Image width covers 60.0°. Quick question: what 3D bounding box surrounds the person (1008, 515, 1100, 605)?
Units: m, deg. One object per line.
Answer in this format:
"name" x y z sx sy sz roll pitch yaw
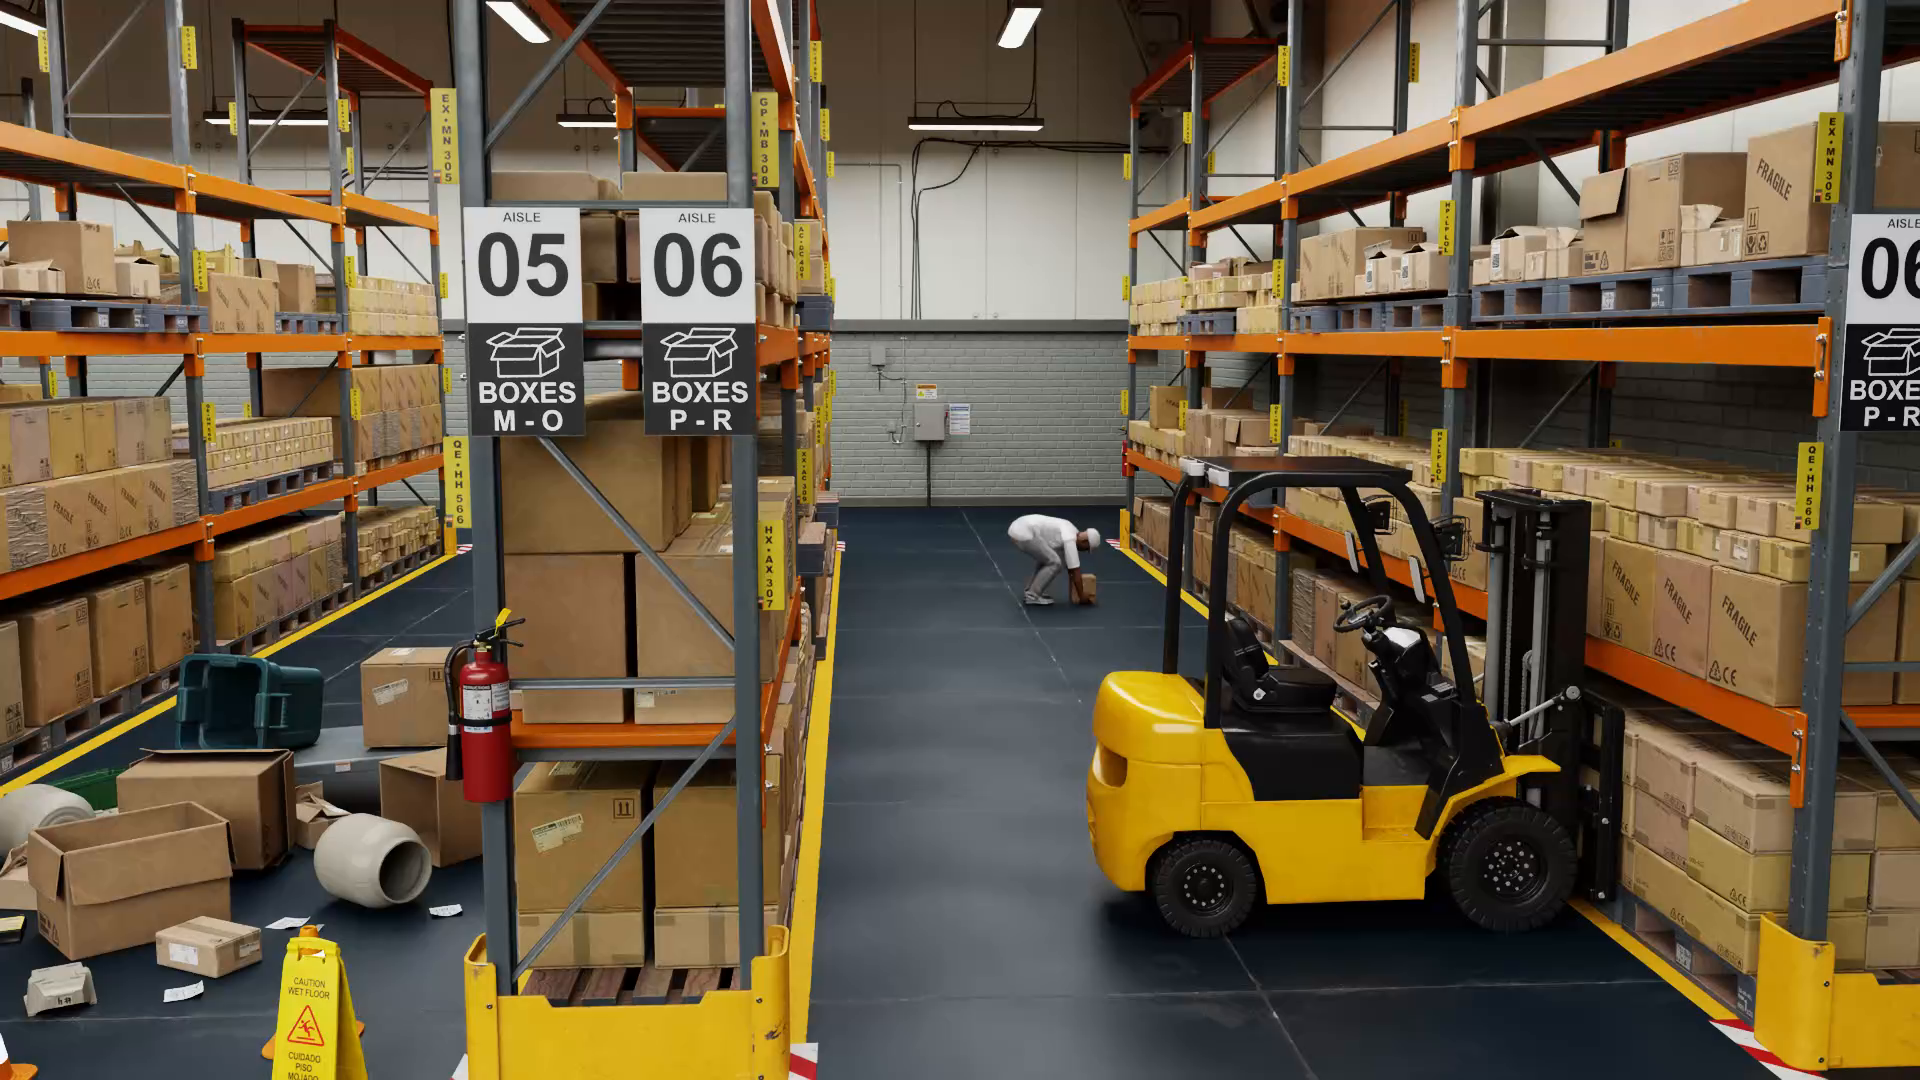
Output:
"person" 0.993 0.194 17.495 0.974 0.938 0.501 -1 7 -6
